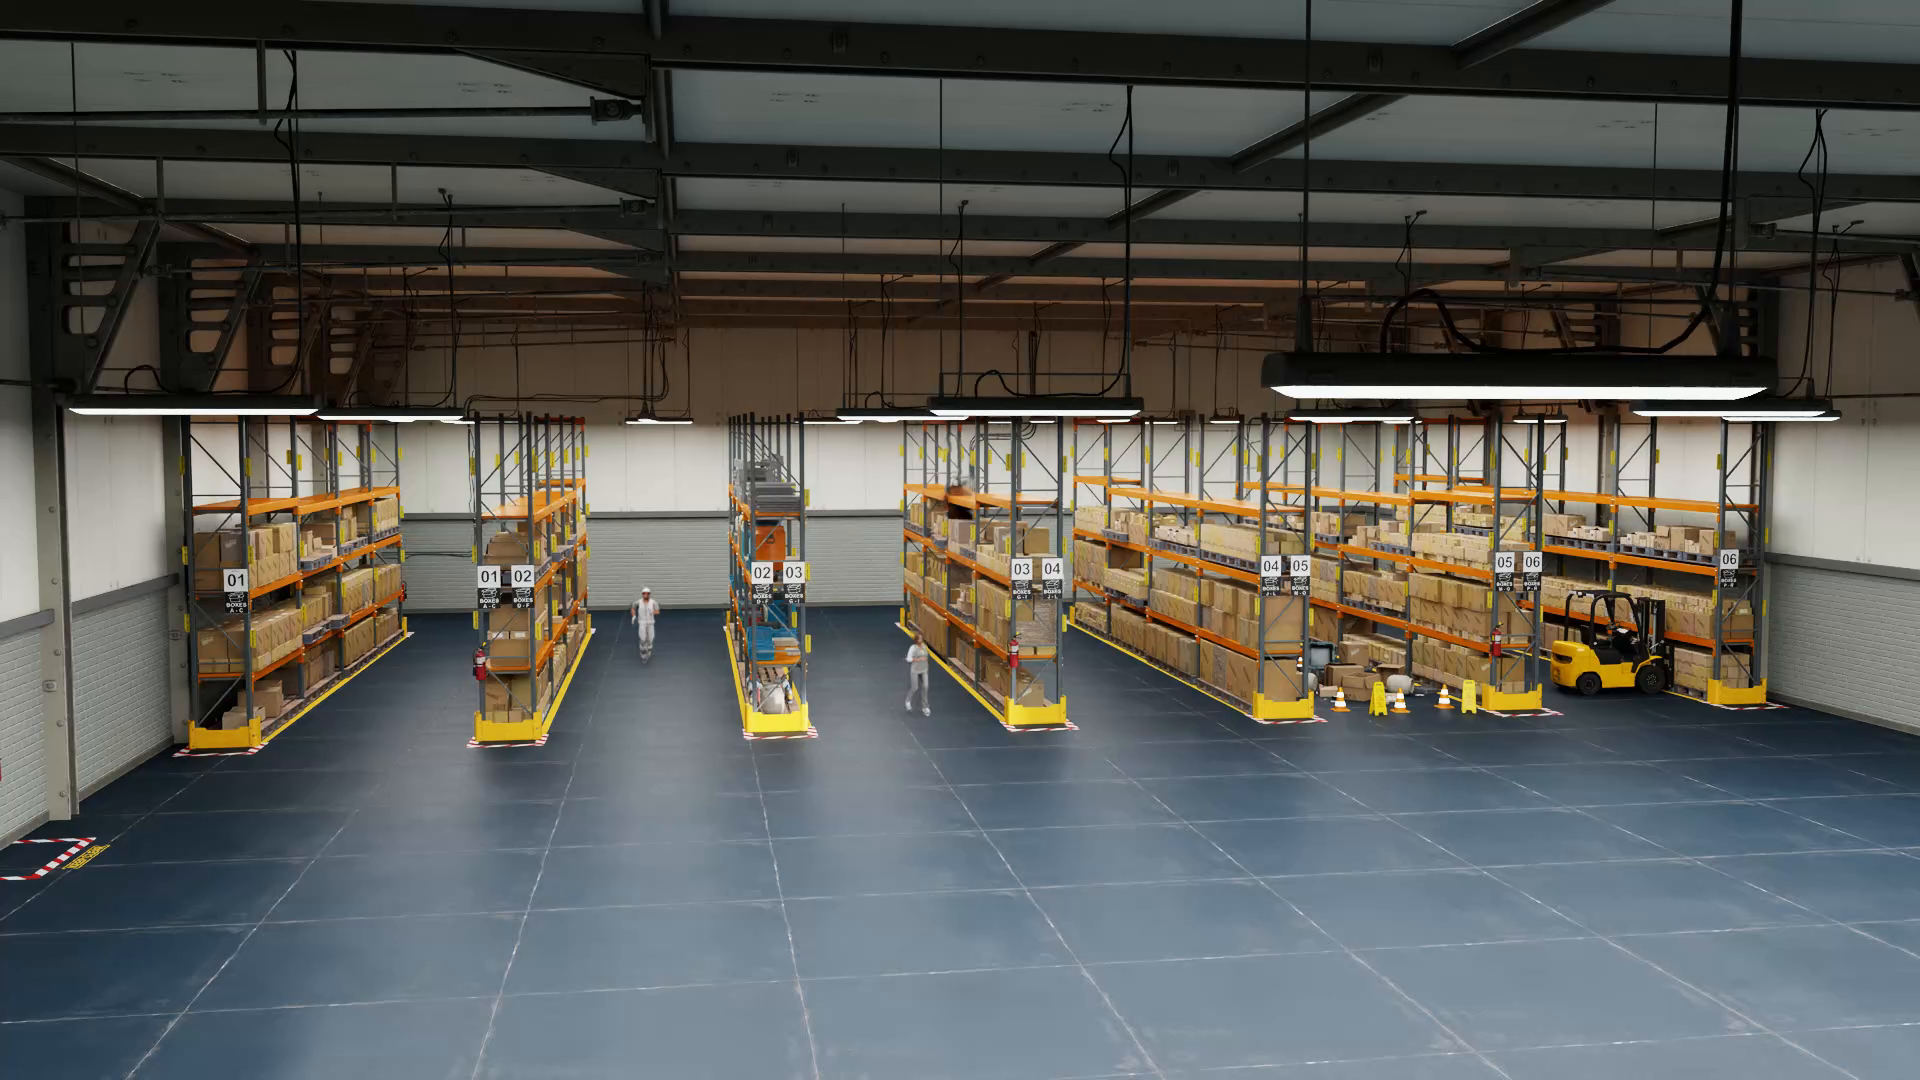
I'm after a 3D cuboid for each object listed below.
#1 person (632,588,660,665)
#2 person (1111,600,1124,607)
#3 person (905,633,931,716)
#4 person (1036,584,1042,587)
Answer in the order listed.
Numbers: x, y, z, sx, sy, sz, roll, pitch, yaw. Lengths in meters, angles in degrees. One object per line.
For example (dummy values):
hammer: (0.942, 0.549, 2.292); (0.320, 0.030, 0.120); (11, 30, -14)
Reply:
person: (-7.615, 2.084, 40.329); (0.652, 1.850, 0.798); (-1, 4, -18)
person: (4.722, 1.549, 49.819); (0.626, 1.627, 0.542); (-3, 5, -33)
person: (-0.838, 2.655, 33.133); (0.575, 1.595, 0.830); (-3, 5, -33)
person: (2.037, 1.595, 48.387); (0.658, 1.687, 0.840); (3, 5, 41)
